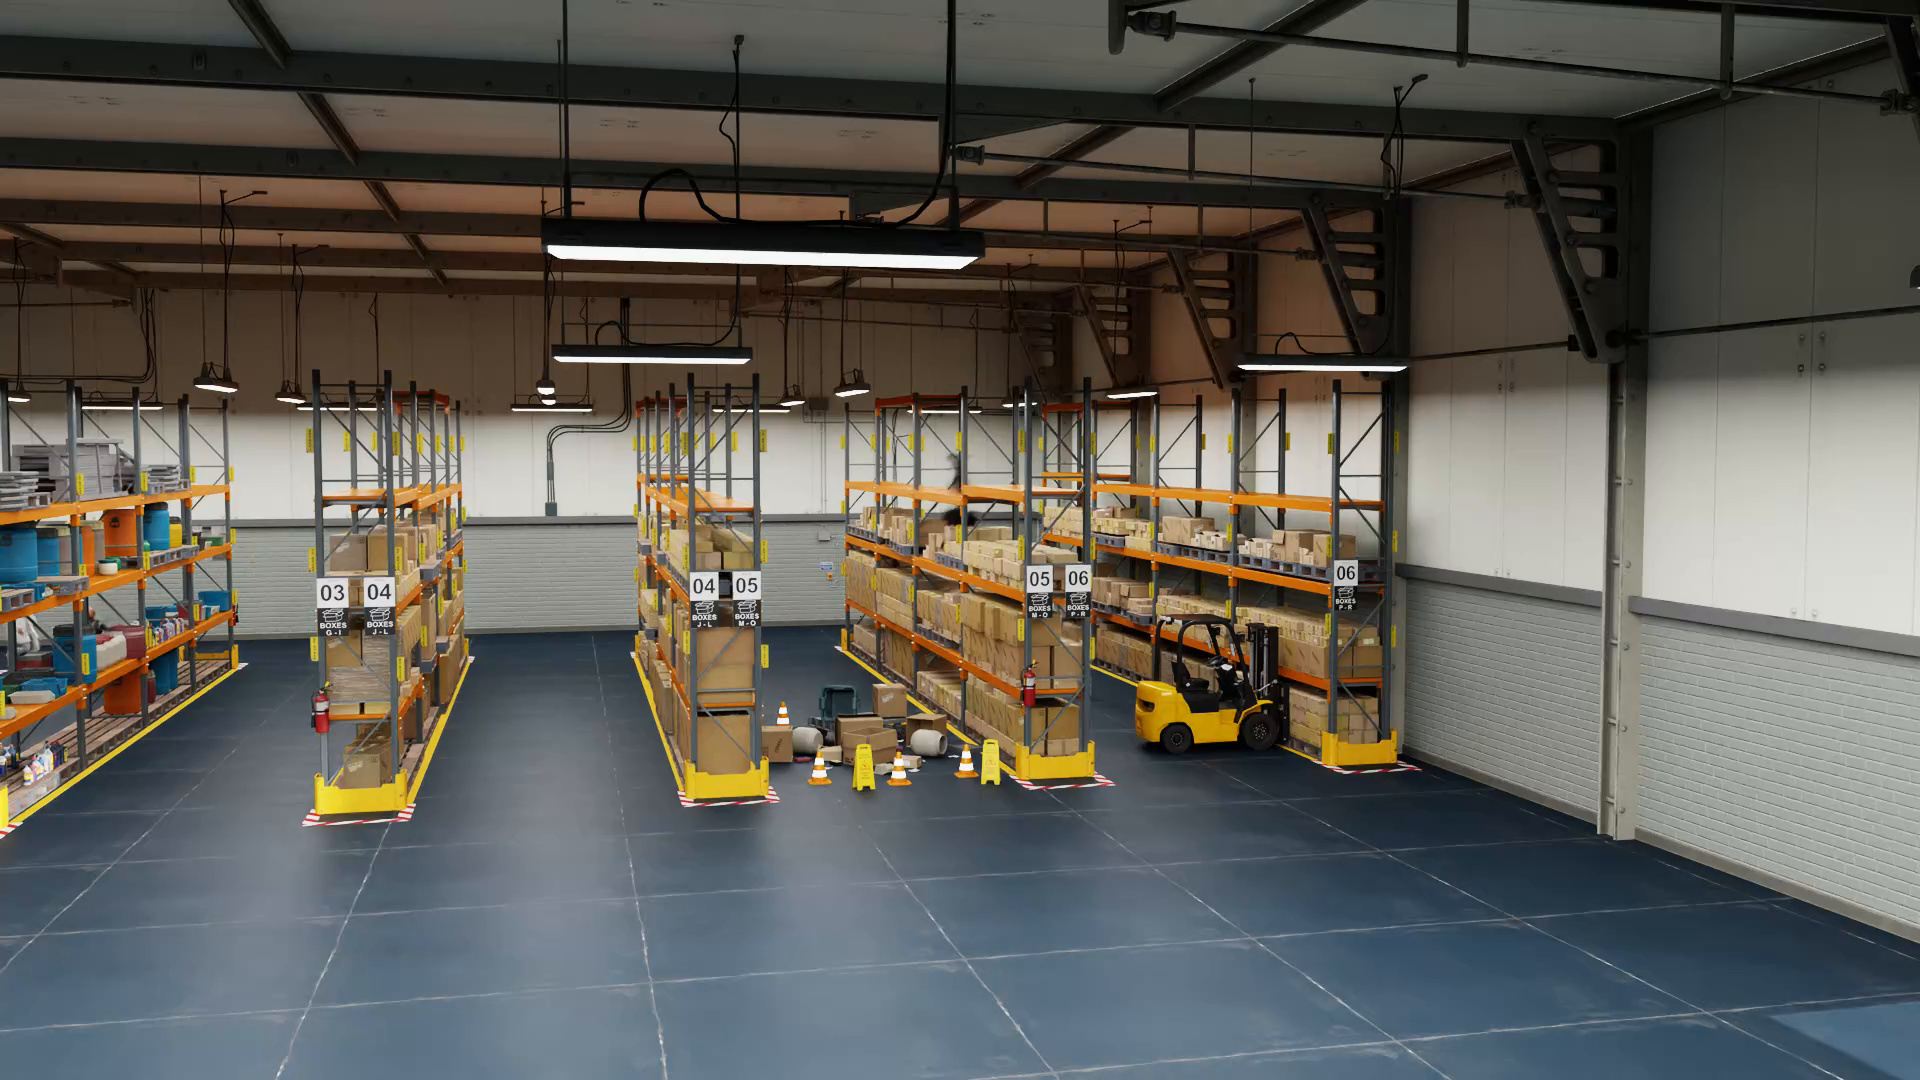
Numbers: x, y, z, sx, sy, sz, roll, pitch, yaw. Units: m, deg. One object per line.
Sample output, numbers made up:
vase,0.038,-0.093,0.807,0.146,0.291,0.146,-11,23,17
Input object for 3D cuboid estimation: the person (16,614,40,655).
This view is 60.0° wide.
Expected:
person,-20.854,2.017,36.914,0.746,1.721,0.749,1,3,18

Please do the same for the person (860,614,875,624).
person,-2.293,1.728,41.716,0.594,1.732,0.674,1,3,18

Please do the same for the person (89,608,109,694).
person,-17.542,2.214,33.611,0.650,1.702,0.876,-1,3,-18
